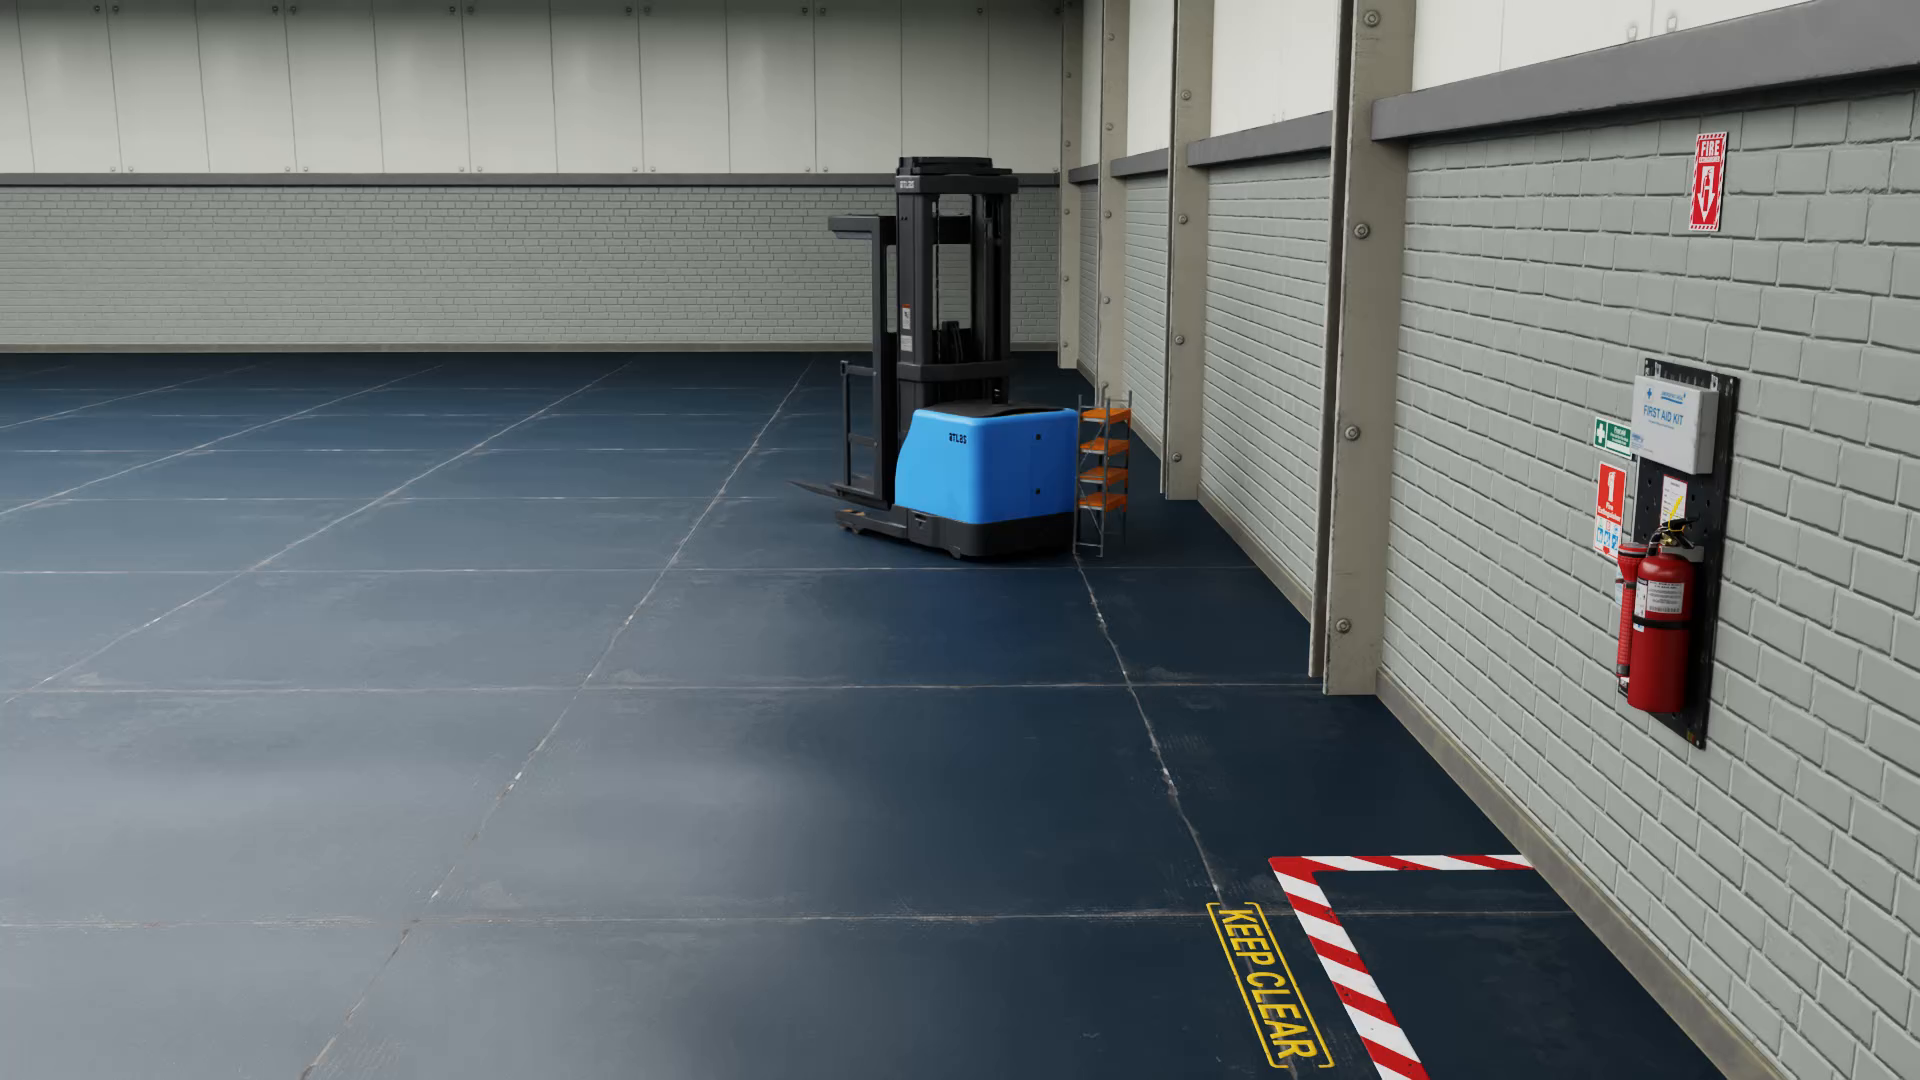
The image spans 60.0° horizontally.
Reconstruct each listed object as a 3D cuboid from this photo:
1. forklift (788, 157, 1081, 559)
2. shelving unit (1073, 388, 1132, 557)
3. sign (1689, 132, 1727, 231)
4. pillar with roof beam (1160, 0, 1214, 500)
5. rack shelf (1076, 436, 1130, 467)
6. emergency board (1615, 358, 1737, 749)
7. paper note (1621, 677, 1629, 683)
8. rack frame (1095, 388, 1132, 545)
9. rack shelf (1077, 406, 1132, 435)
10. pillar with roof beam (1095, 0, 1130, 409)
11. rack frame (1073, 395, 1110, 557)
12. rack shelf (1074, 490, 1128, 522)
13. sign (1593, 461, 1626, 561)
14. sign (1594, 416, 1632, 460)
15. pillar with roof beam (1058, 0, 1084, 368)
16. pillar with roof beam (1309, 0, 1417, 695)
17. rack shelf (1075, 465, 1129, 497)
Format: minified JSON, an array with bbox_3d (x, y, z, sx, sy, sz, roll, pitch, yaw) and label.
[{"bbox_3d":[-0.353,-1.542,13.286,1.130,2.935,3.031,-8,14,-35],"label":"forklift"},{"bbox_3d":[1.077,-0.516,12.566,0.258,1.200,0.503,7,13,24],"label":"shelving unit"},{"bbox_3d":[2.326,-1.114,5.176,0.001,0.298,0.199,0,11,-1],"label":"sign"},{"bbox_3d":[-2.312,-4.792,14.048,9.100,9.000,0.400,0,11,-1],"label":"pillar with roof beam"},{"bbox_3d":[1.081,-0.669,12.534,0.258,0.148,0.480,7,13,24],"label":"rack shelf"},{"bbox_3d":[2.227,0.024,5.396,0.194,1.169,0.643,0,11,-1],"label":"emergency board"},{"bbox_3d":[2.292,0.420,5.659,0.016,0.148,0.142,0,11,-1],"label":"paper note"},{"bbox_3d":[1.180,-0.560,12.783,0.240,1.200,0.015,7,13,24],"label":"rack frame"},{"bbox_3d":[1.086,-0.900,12.484,0.258,0.148,0.480,7,13,24],"label":"rack shelf"},{"bbox_3d":[-2.436,-5.985,19.927,9.100,9.000,0.400,0,11,-1],"label":"pillar with roof beam"},{"bbox_3d":[0.974,-0.472,12.349,0.240,1.200,0.015,7,13,24],"label":"rack frame"},{"bbox_3d":[1.071,-0.256,12.622,0.258,0.148,0.480,7,13,24],"label":"rack shelf"},{"bbox_3d":[2.318,-0.104,5.937,0.001,0.329,0.234,0,11,-1],"label":"sign"},{"bbox_3d":[2.310,-0.363,5.879,0.001,0.109,0.331,0,11,-1],"label":"sign"},{"bbox_3d":[-2.560,-7.178,25.806,9.100,9.000,0.400,0,11,-1],"label":"pillar with roof beam"},{"bbox_3d":[-2.188,-3.600,8.169,9.100,9.000,0.400,0,11,-1],"label":"pillar with roof beam"},{"bbox_3d":[1.075,-0.450,12.580,0.258,0.148,0.480,7,13,24],"label":"rack shelf"}]
